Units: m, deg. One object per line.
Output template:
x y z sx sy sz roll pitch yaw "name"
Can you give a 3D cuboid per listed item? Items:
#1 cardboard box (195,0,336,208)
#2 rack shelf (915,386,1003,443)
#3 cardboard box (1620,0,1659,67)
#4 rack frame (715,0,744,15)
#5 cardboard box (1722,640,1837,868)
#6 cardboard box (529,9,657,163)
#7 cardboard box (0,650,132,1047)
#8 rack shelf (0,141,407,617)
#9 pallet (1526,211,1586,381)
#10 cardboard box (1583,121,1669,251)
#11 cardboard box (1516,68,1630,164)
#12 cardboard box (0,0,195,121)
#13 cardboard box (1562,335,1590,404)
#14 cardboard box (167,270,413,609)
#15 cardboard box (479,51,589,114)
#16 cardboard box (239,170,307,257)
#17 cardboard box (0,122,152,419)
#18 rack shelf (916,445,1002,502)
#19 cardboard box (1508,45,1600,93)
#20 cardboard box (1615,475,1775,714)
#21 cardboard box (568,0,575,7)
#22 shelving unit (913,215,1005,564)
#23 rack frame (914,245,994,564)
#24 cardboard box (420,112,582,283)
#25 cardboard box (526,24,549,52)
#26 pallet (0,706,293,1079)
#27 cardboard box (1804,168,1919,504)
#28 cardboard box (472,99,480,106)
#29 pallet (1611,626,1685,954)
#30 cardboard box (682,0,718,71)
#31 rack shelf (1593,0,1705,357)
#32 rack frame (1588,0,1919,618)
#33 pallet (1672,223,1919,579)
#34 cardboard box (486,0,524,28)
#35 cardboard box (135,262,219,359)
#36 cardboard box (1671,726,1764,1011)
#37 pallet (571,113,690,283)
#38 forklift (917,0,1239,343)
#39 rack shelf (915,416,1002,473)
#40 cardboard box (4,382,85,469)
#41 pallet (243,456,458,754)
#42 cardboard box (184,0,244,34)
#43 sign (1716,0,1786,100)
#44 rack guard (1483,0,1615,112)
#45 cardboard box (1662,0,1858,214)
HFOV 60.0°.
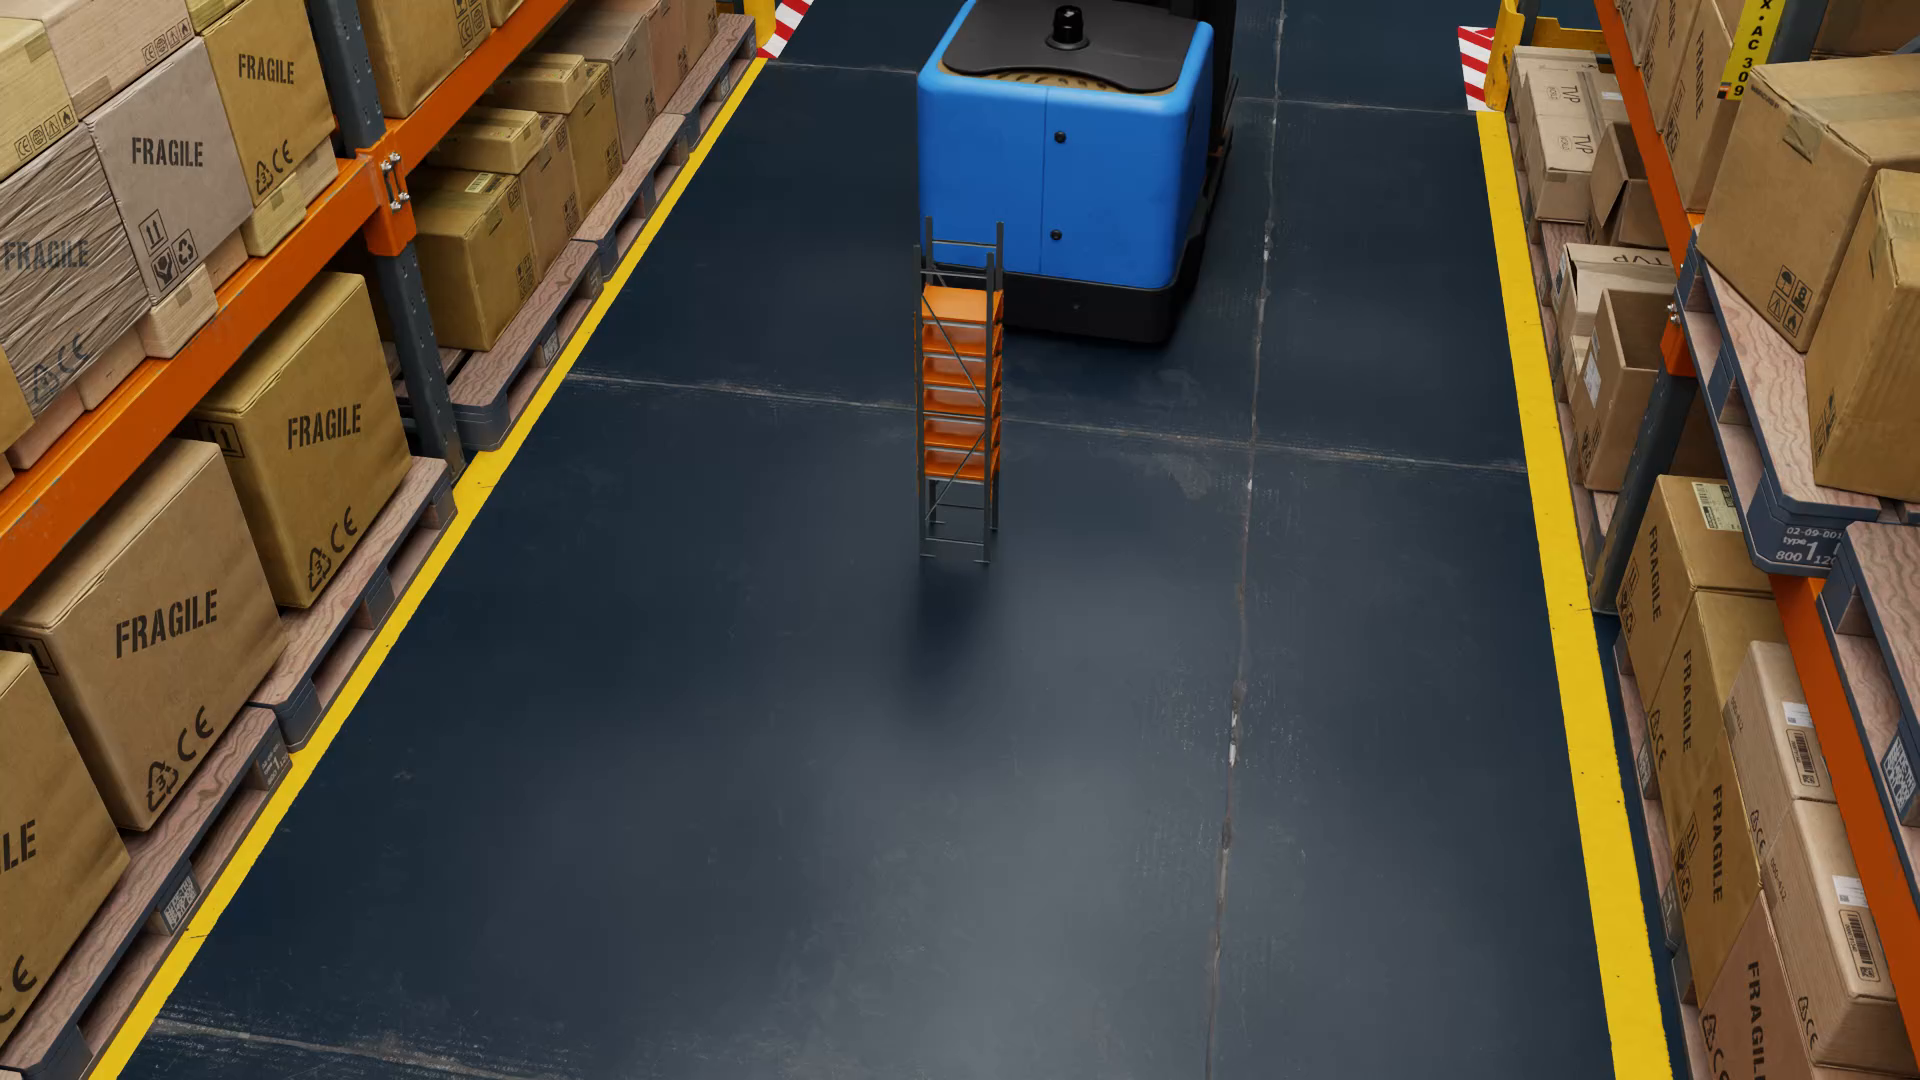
-2.135 -1.282 4.620 0.500 0.500 0.500 6 40 7 "cardboard box"
-0.002 -0.419 5.385 0.258 0.103 0.180 6 40 8 "rack shelf"
2.585 -1.922 5.642 0.500 0.500 0.500 7 40 9 "cardboard box"
-1.611 -3.949 8.173 1.000 3.000 0.127 6 40 8 "rack frame"
2.080 0.514 3.802 0.500 0.250 0.500 6 40 8 "cardboard box"
-1.806 -2.068 7.529 0.700 0.500 0.500 5 40 6 "cardboard box"
-2.581 0.742 3.856 0.750 0.750 0.750 6 40 7 "cardboard box"
-2.649 0.093 3.848 1.077 0.370 4.000 6 40 8 "rack shelf"
2.905 -1.019 6.817 1.003 0.211 1.213 6 40 8 "pallet"
2.897 -1.282 6.561 0.797 0.503 0.637 6 40 8 "cardboard box"
2.809 -1.892 7.497 0.500 0.250 0.500 6 40 8 "cardboard box"
-2.230 -1.248 3.989 0.500 0.250 0.500 7 40 9 "cardboard box"
2.401 -0.597 6.010 0.380 0.149 0.250 6 40 8 "cardboard box"
-2.288 -0.350 5.177 0.750 0.750 0.750 7 40 8 "cardboard box"
-1.744 -1.868 6.778 0.380 0.149 0.250 5 40 6 "cardboard box"
-2.103 -0.946 4.721 0.380 0.149 0.250 7 40 8 "cardboard box"
-2.309 -0.647 3.851 0.500 0.500 0.500 6 40 8 "cardboard box"
-0.002 -0.234 5.538 0.258 0.103 0.180 6 40 8 "rack shelf"
2.858 -2.252 8.011 0.380 0.149 0.250 6 40 8 "cardboard box"
2.253 0.175 4.800 0.500 0.500 0.500 5 40 6 "cardboard box"
-1.940 -2.573 7.631 0.380 0.149 0.250 7 40 8 "cardboard box"
-0.002 -0.453 5.357 0.258 1.200 0.189 6 40 8 "shelving unit"
-0.018 -0.396 5.287 0.240 1.200 0.006 6 40 8 "rack frame"
-1.983 -1.411 6.734 0.700 0.500 0.500 6 40 7 "cardboard box"
-2.027 -2.252 7.243 0.380 0.149 0.250 7 40 8 "cardboard box"
-2.571 0.896 4.501 1.003 0.211 1.213 6 40 8 "pallet"
2.218 -0.384 3.453 0.700 0.500 0.500 12 41 15 "cardboard box"
-2.159 -1.773 6.663 0.380 0.149 0.250 5 40 6 "cardboard box"
2.473 0.694 4.745 1.003 0.211 1.213 6 40 8 "pallet"
-1.634 -2.698 8.291 0.700 0.500 0.500 6 40 8 "cardboard box"
2.923 -1.873 6.226 1.077 0.370 4.000 6 40 8 "rack shelf"
2.576 -0.895 4.479 1.000 3.000 0.127 6 40 8 "rack frame"
2.331 -0.332 3.948 1.003 0.211 1.213 6 40 8 "pallet"
-2.061 -2.351 6.004 0.980 0.700 0.700 5 40 7 "cardboard box"
-2.180 -0.616 4.322 0.380 0.149 0.250 6 40 8 "cardboard box"
2.078 0.824 4.016 0.500 0.500 0.500 7 40 8 "cardboard box"
-1.886 -1.601 7.521 1.003 0.211 1.213 6 40 8 "pallet"
0.678 -2.855 6.903 1.130 2.935 3.031 9 40 11 "forklift"
-0.002 -0.327 5.461 0.258 0.103 0.180 6 40 8 "rack shelf"
-2.346 -0.314 3.957 0.380 0.149 0.250 5 40 6 "cardboard box"
-2.362 0.128 5.429 1.003 0.211 1.213 6 40 8 "pallet"
-2.132 -1.568 4.376 0.500 0.250 0.500 7 40 9 "cardboard box"
2.041 -1.284 4.269 0.100 0.325 0.005 6 40 8 "sign"
3.256 -2.395 8.254 1.175 0.500 0.348 6 40 8 "rack guard"
2.410 -1.276 4.861 0.500 0.500 0.500 7 40 8 "cardboard box"
